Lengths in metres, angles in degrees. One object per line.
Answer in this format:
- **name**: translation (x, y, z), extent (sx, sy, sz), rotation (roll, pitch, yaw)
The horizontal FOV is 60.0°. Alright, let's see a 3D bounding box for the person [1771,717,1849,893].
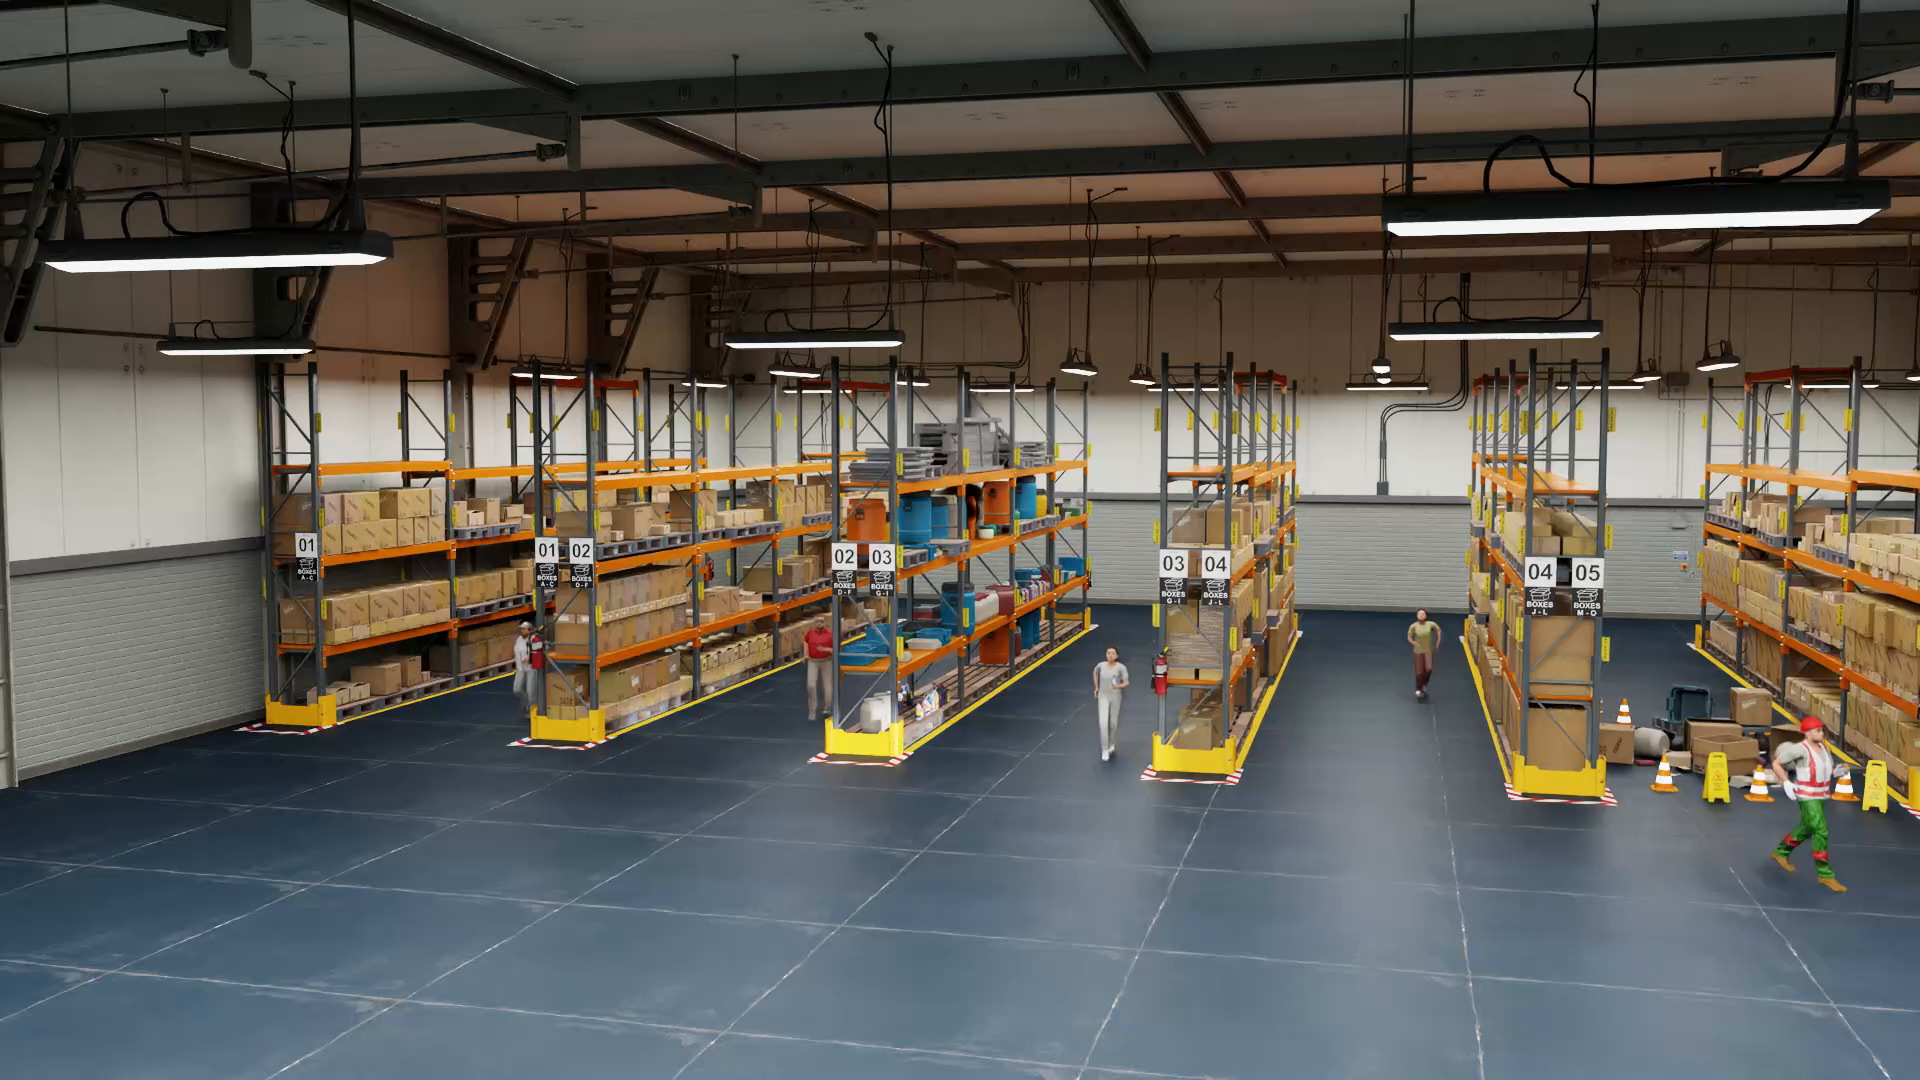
- **person**: translation (9.229, 2.815, 18.012), extent (0.656, 1.805, 0.915), rotation (-2, 5, -32)

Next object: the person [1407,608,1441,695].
- **person**: translation (8.453, 2.052, 30.313), extent (0.597, 1.622, 0.704), rotation (1, 4, 16)

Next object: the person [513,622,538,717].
- **person**: translation (-7.347, 2.202, 28.184), extent (0.588, 1.634, 0.567), rotation (1, 4, 17)

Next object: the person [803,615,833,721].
- **person**: translation (-2.368, 2.169, 28.196), extent (0.638, 1.803, 0.787), rotation (0, 4, 3)

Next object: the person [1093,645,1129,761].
- **person**: translation (2.256, 2.424, 24.887), extent (0.548, 1.722, 0.741), rotation (1, 4, 8)
